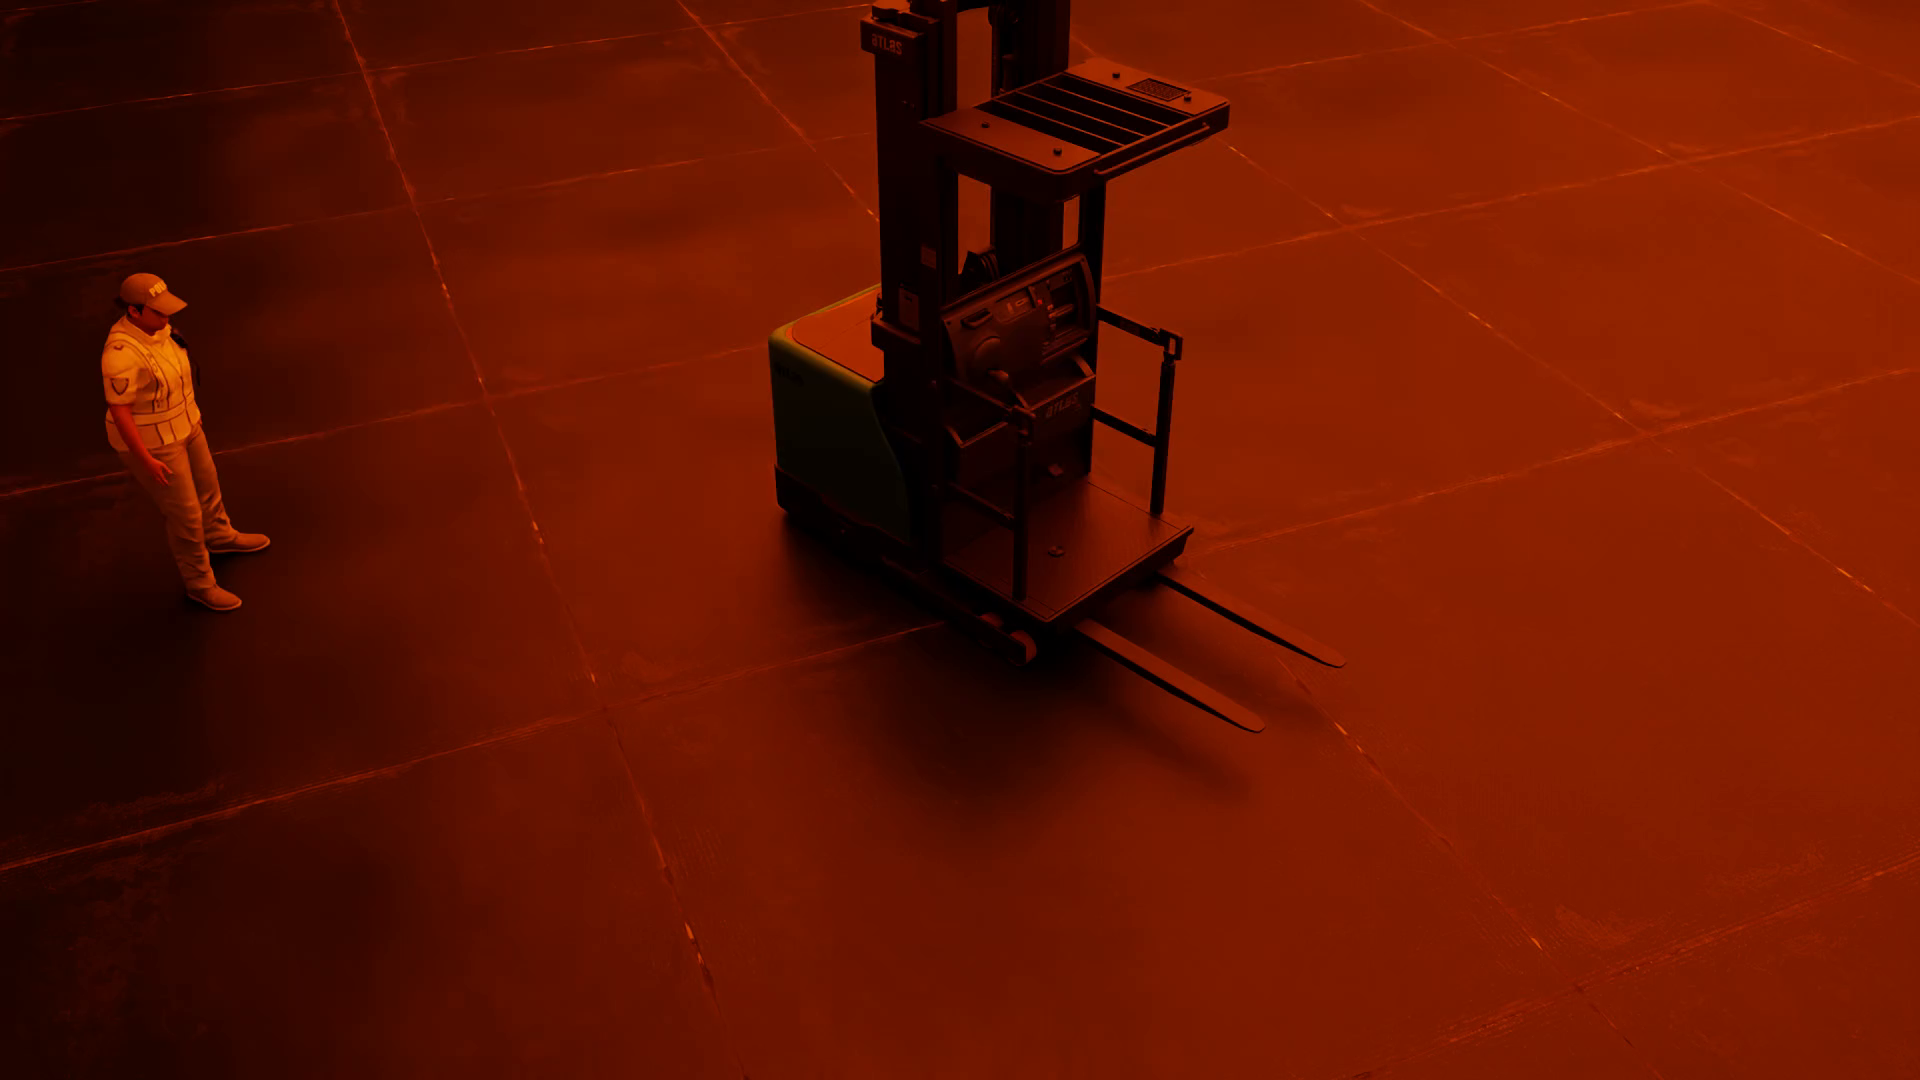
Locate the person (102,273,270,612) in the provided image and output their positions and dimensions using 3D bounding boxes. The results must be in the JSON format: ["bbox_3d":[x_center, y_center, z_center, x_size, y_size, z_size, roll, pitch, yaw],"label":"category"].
[{"bbox_3d":[-3.734,-0.500,7.902,0.487,1.670,0.618,0,35,0],"label":"person"}]

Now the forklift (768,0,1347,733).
[{"bbox_3d":[0.432,-0.946,7.429,3.031,2.935,1.130,30,45,35],"label":"forklift"}]
